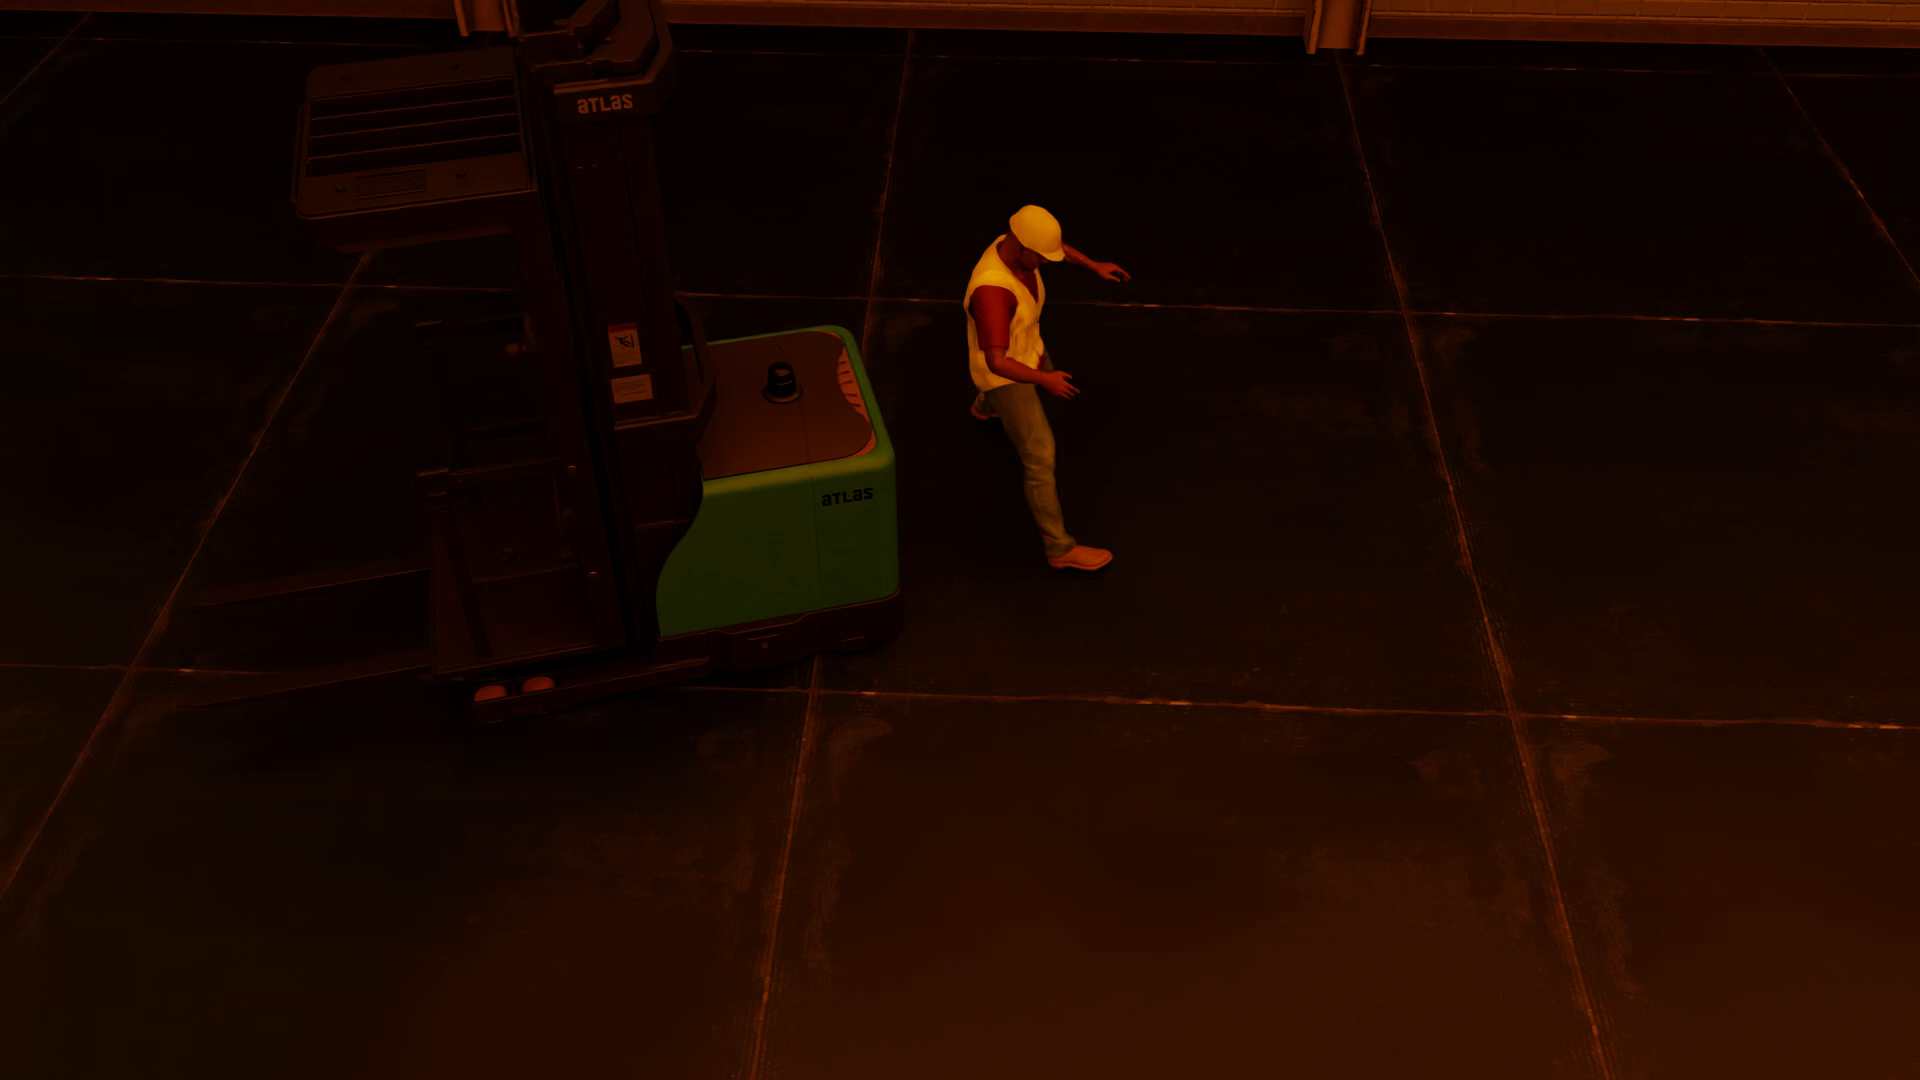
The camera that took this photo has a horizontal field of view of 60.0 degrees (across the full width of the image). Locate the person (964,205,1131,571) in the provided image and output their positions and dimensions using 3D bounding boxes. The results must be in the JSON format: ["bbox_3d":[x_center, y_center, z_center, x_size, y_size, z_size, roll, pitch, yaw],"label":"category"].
[{"bbox_3d":[0.395,-0.860,7.704,0.923,1.583,1.193,10,43,11],"label":"person"}]

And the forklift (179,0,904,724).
[{"bbox_3d":[-1.825,-0.702,6.511,3.031,2.935,1.130,-10,43,-10],"label":"forklift"}]
